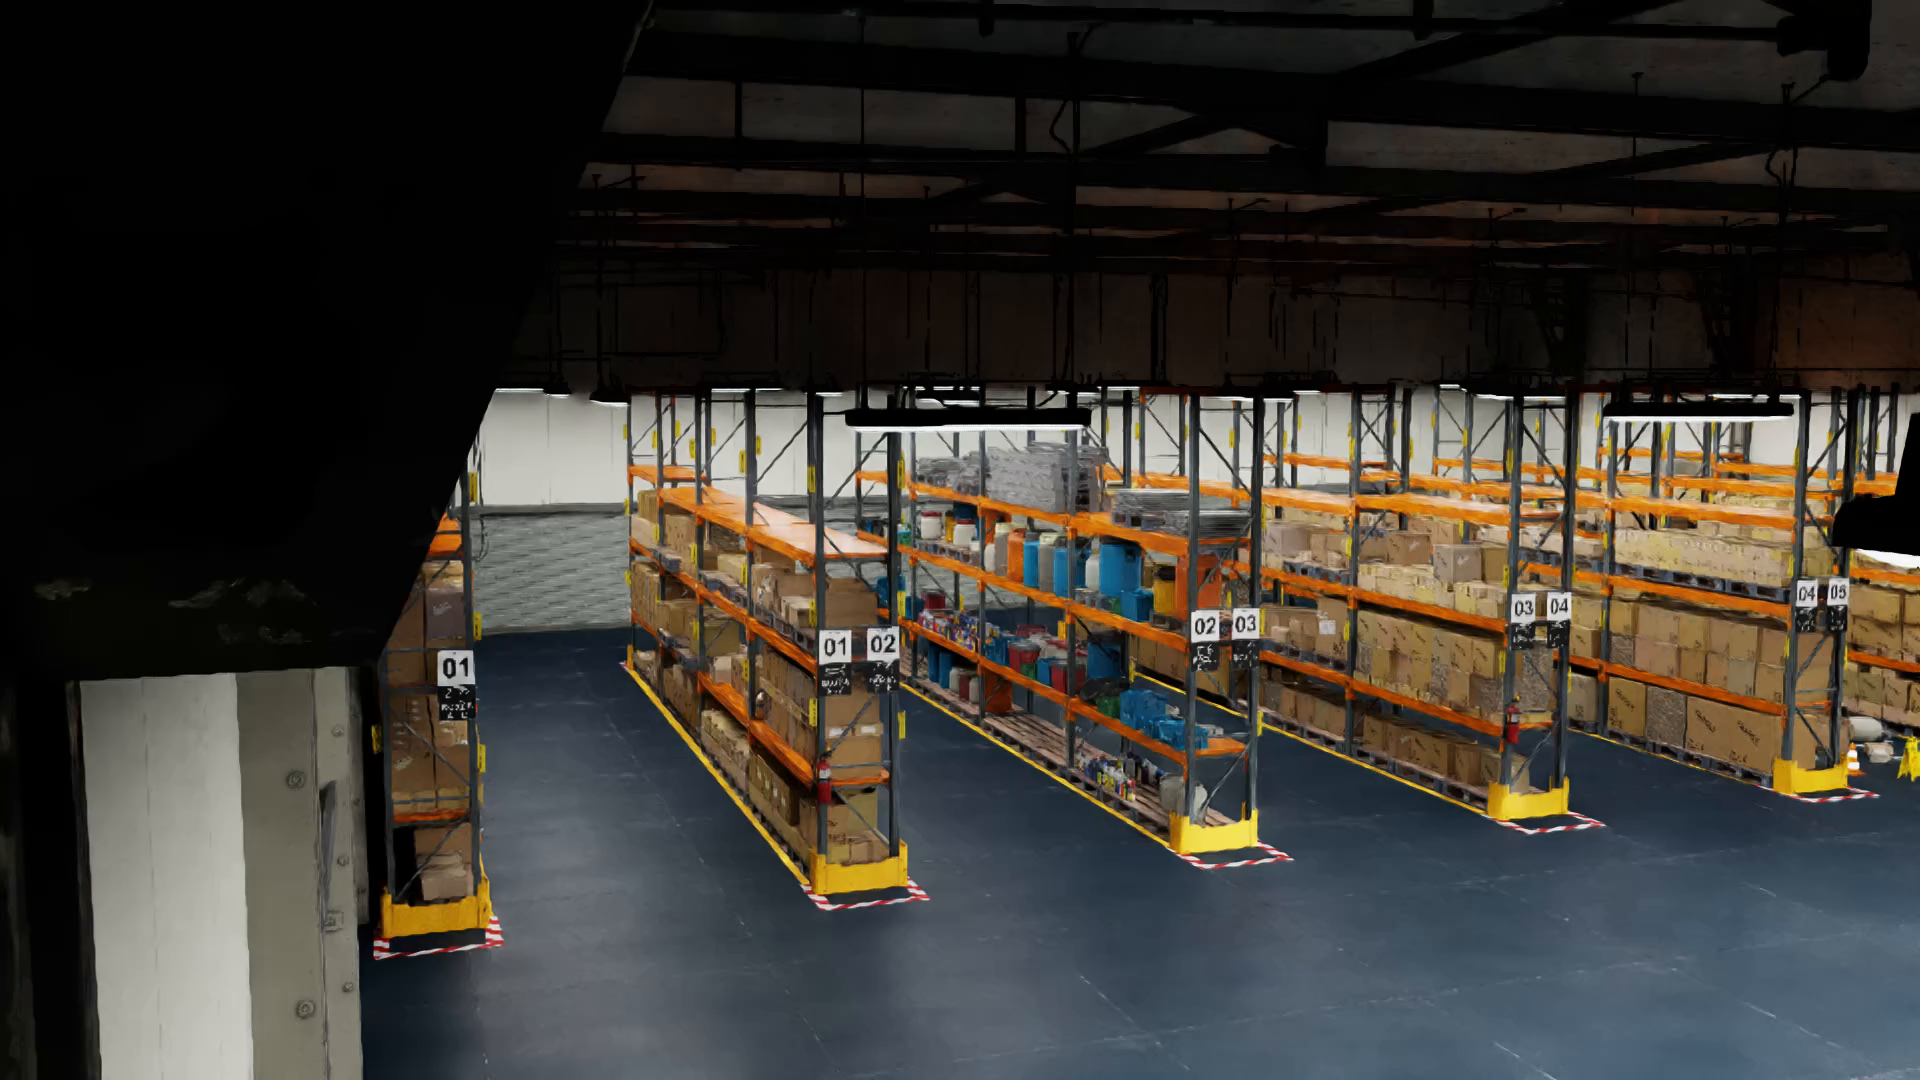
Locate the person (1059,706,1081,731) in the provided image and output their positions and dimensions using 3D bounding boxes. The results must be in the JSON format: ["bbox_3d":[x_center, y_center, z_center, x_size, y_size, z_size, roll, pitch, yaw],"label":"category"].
[{"bbox_3d":[1.908,2.562,28.784,0.372,1.597,0.573,0,6,4],"label":"person"}]
